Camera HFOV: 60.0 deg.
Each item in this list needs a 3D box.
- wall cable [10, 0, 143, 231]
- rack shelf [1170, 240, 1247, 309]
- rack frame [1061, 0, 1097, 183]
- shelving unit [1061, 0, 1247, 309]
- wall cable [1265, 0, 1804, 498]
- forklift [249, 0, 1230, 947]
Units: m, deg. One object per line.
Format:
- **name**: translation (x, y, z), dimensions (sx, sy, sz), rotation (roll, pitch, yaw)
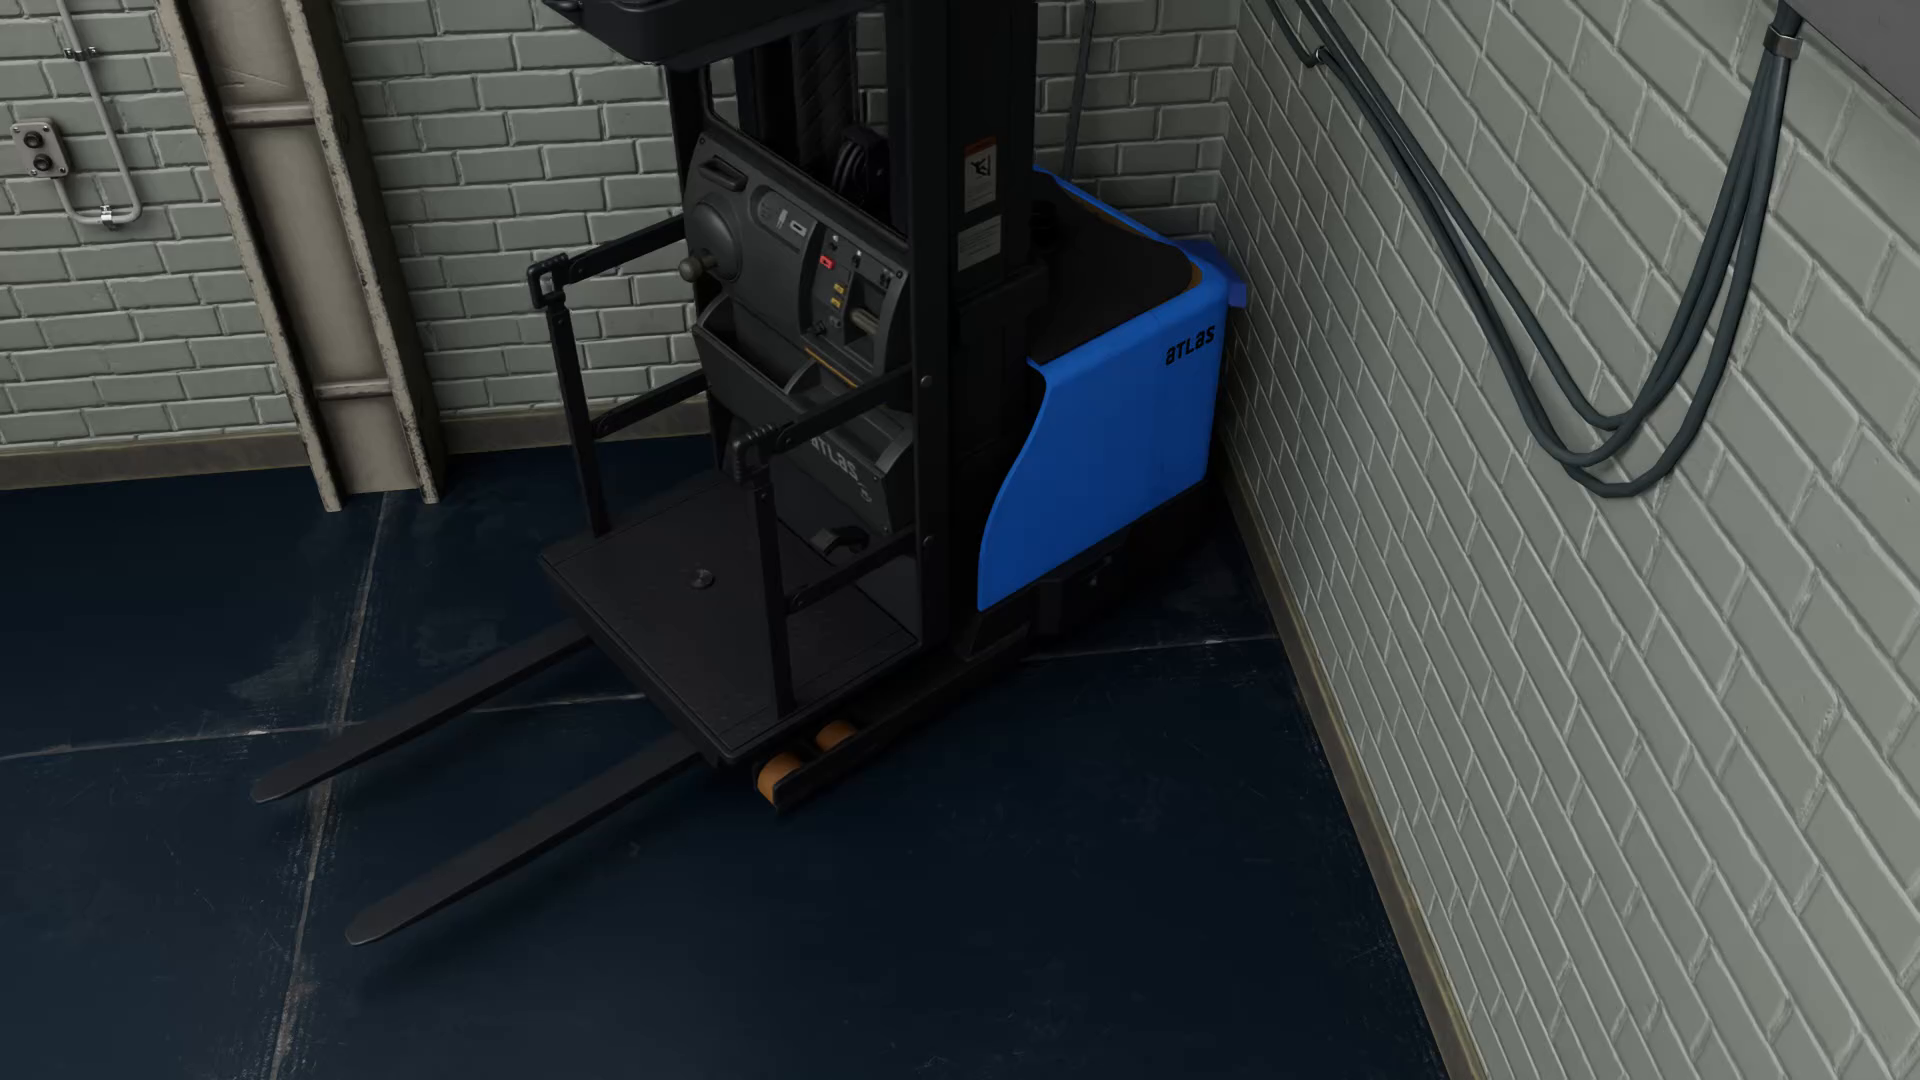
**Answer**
- **wall cable**: translation (-3.478, -1.640, 4.570), dimensions (1.851, 1.984, 0.084), rotation (-5, 42, -6)
- **rack shelf**: translation (0.850, -0.911, 5.810), dimensions (1.000, 0.185, 0.538), rotation (10, 27, 6)
- **rack frame**: translation (0.372, -1.157, 5.778), dimensions (0.032, 1.500, 0.500), rotation (10, 27, 6)
- **shelving unit**: translation (0.870, -1.069, 5.728), dimensions (1.048, 1.500, 0.538), rotation (10, 27, 6)
- **wall cable**: translation (1.030, -1.852, 3.403), dimensions (0.112, 2.526, 3.097), rotation (-5, 42, -6)
- **forklift**: translation (-0.613, -0.705, 4.343), dimensions (3.031, 2.935, 1.130), rotation (-29, 50, -29)
